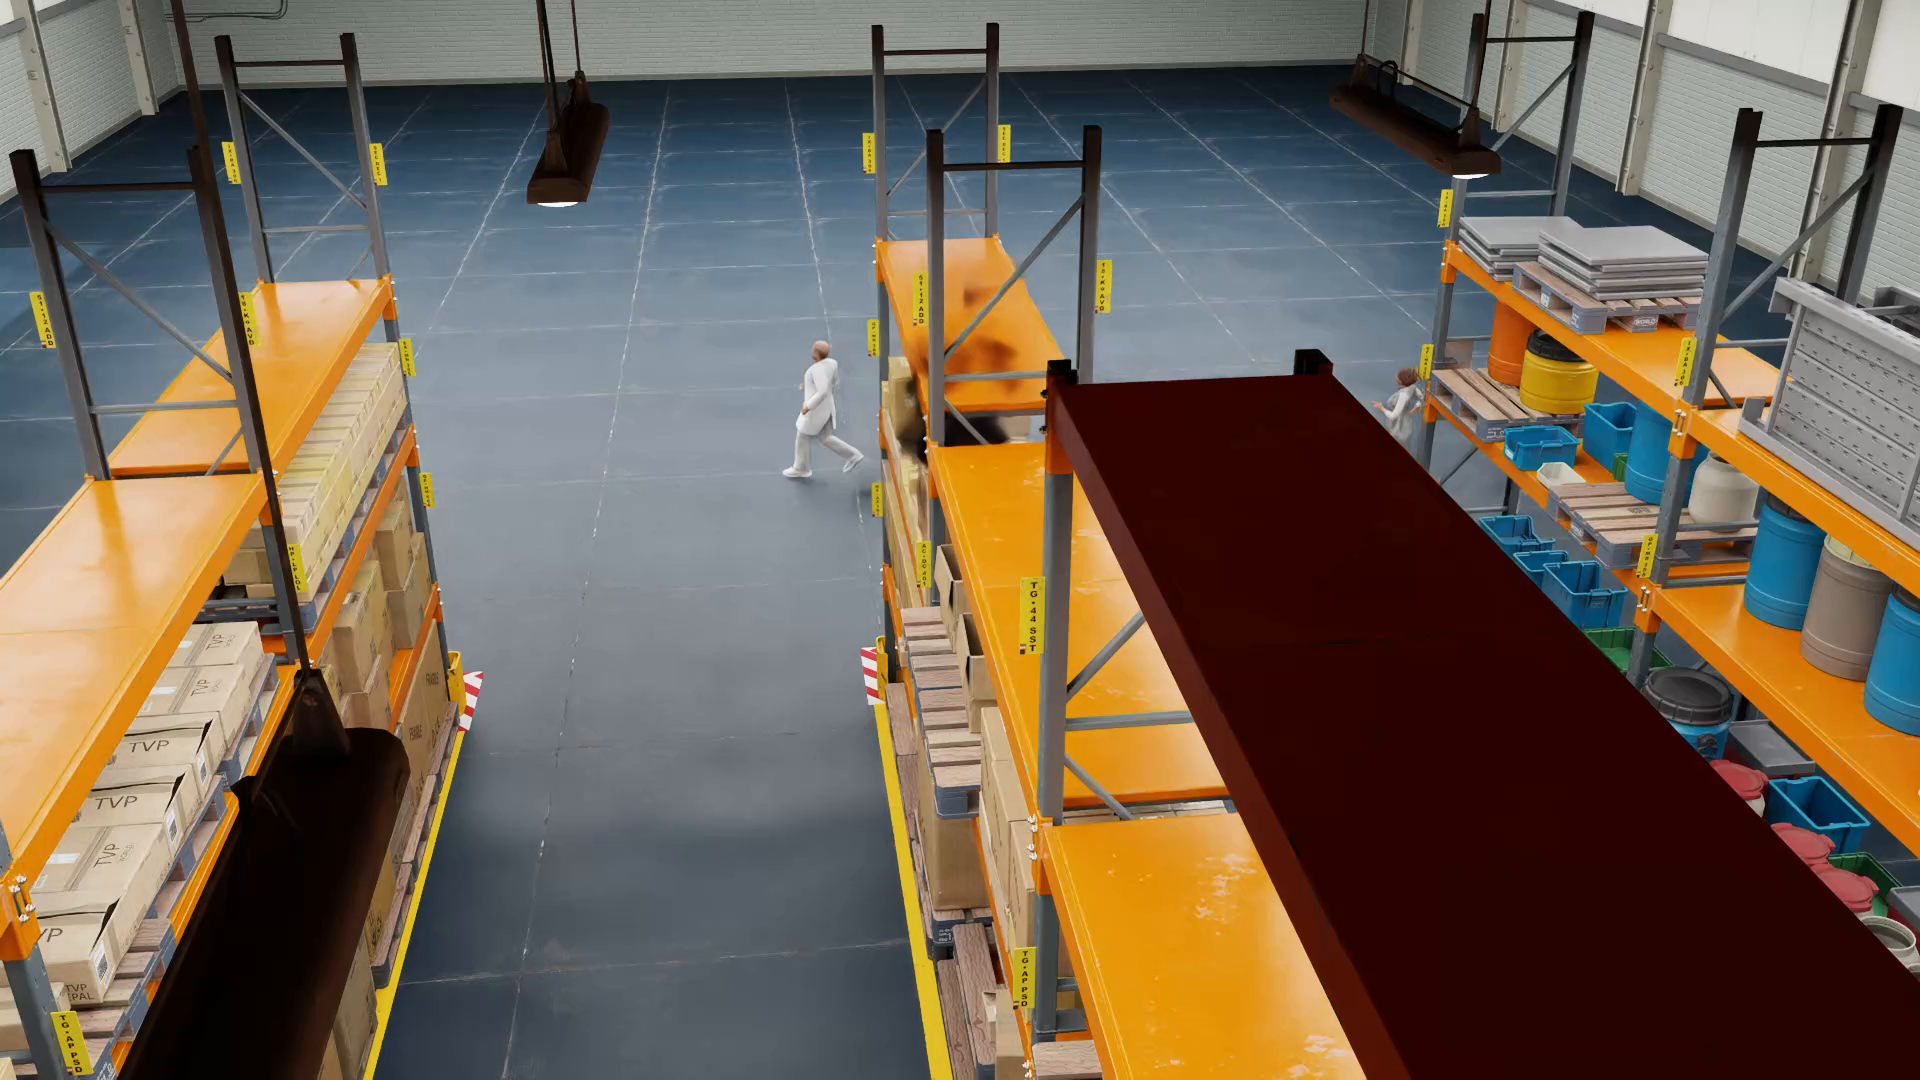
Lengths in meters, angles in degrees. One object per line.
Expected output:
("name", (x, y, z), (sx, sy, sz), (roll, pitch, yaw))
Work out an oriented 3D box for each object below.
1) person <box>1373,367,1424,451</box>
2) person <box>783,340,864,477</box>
("person", (5.082, -1.245, 19.205), (0.871, 1.597, 0.531), (10, 27, 20))
("person", (-1.652, -1.511, 19.636), (1.052, 1.757, 0.724), (11, 28, 22))
